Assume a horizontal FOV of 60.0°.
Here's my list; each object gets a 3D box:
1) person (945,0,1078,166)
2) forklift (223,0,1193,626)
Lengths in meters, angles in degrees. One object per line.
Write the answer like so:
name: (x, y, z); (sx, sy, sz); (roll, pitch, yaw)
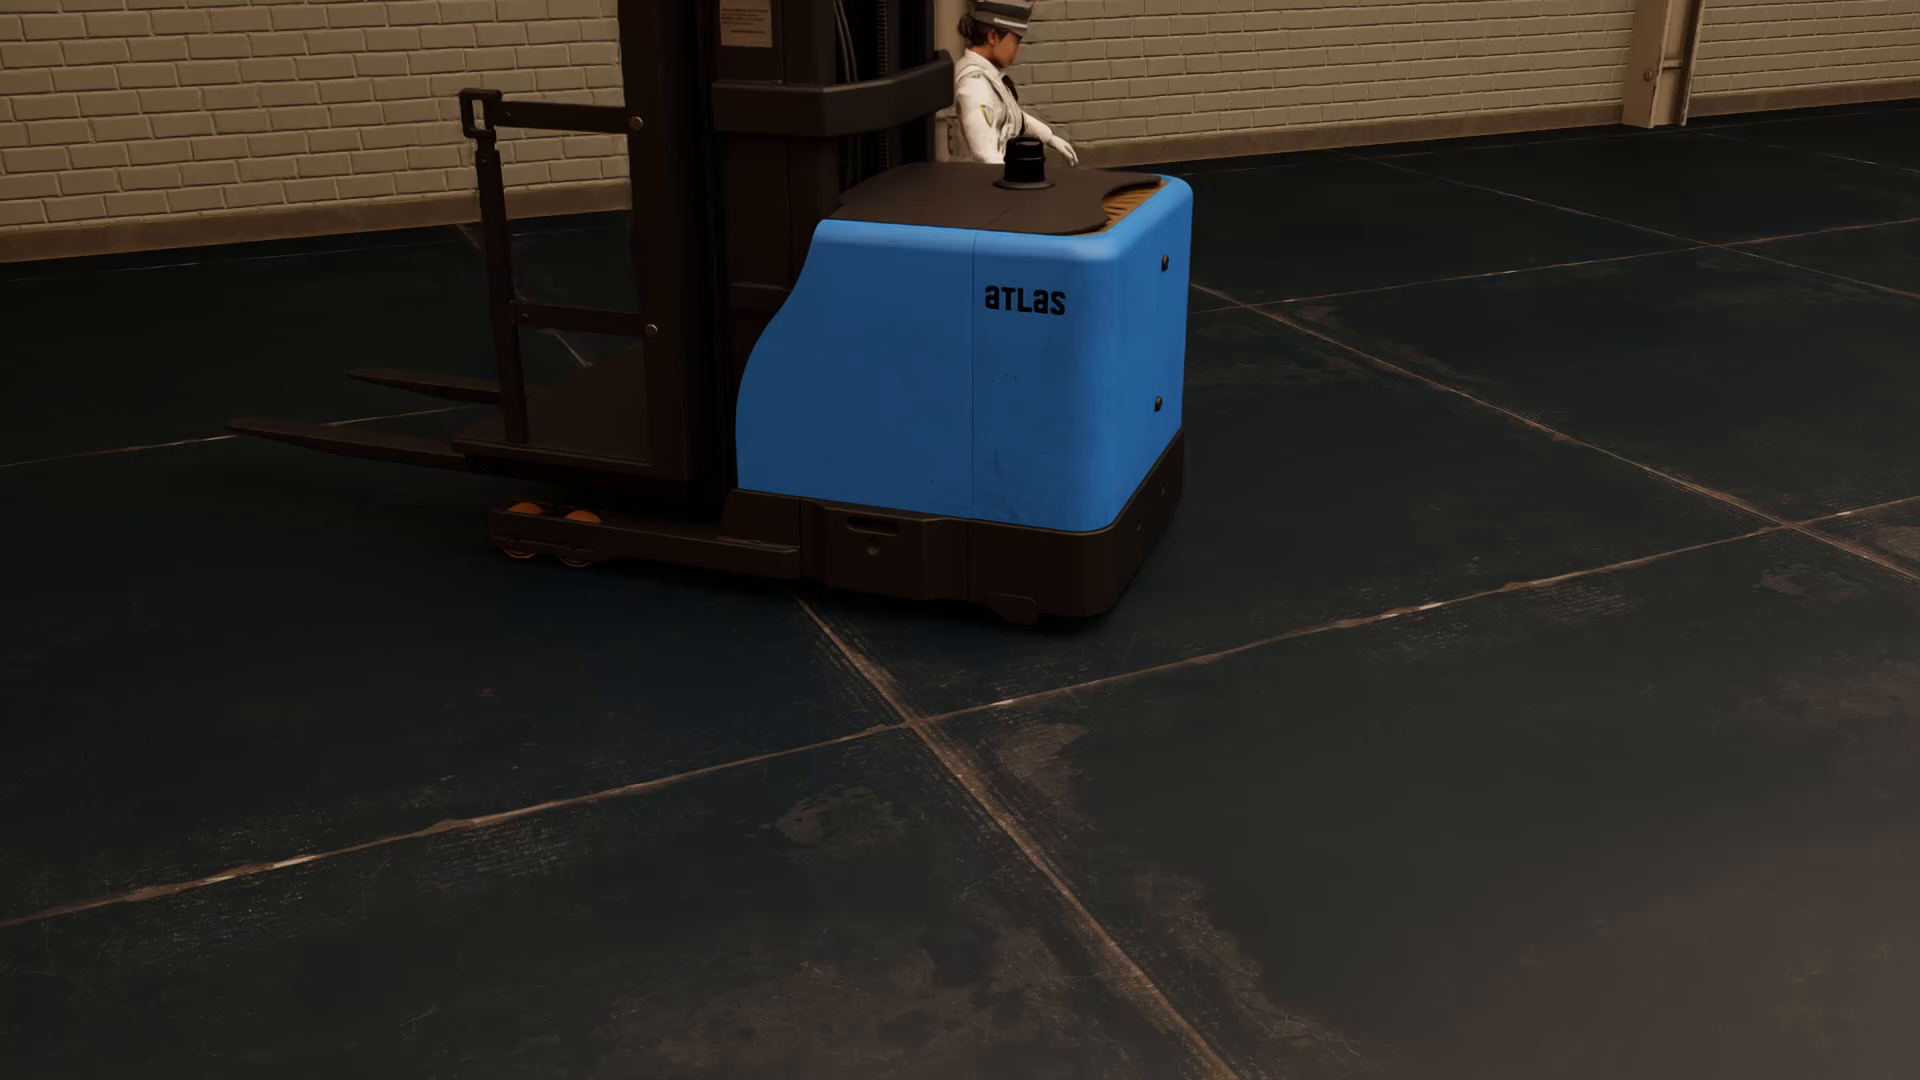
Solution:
person: (0.207, -1.287, 6.327); (0.946, 1.521, 0.978); (1, 23, 2)
forklift: (-0.876, -1.453, 4.783); (3.031, 2.935, 1.130); (8, 24, 18)
